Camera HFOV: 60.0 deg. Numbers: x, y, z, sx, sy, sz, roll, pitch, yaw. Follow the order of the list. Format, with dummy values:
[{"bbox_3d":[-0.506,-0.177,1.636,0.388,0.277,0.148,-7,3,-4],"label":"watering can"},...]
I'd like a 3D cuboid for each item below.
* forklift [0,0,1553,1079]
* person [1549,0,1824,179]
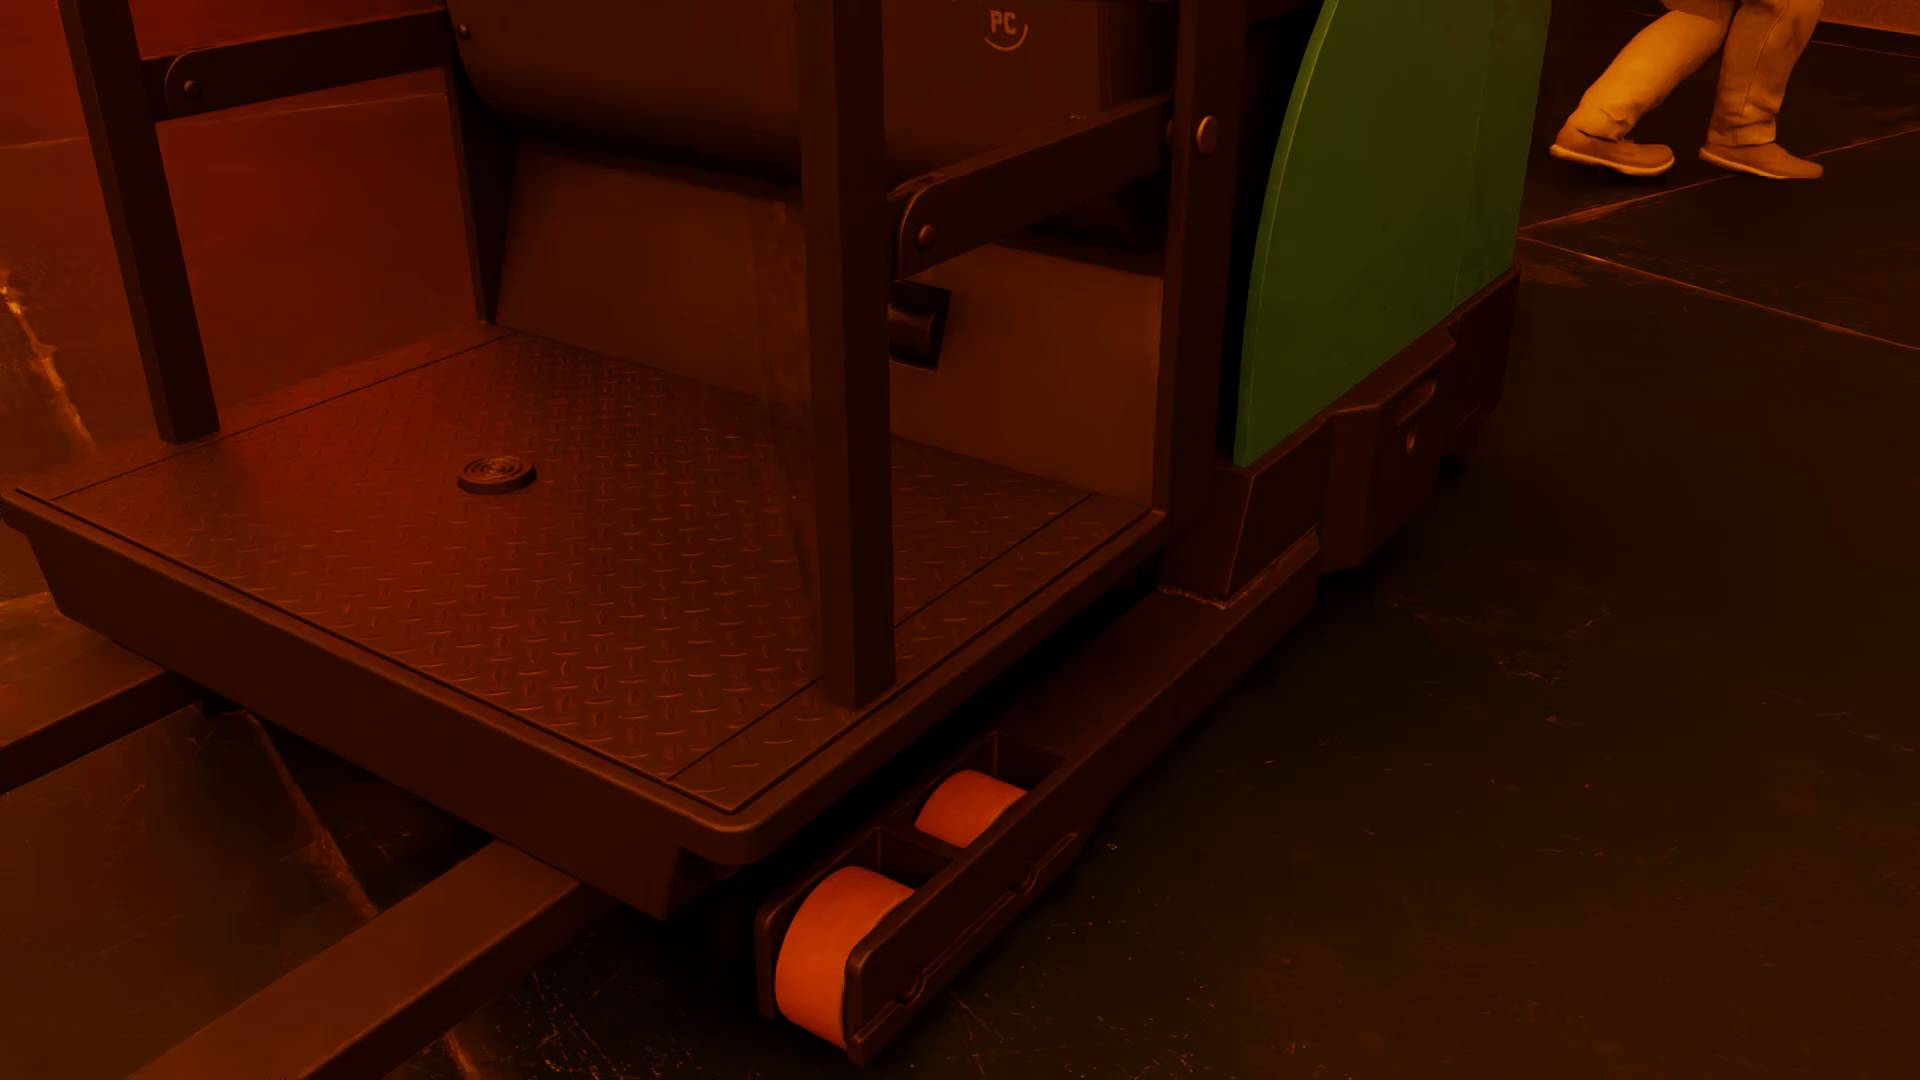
[{"bbox_3d":[-0.341,-1.080,1.385,1.130,2.935,3.031,17,31,31],"label":"forklift"},{"bbox_3d":[1.967,-1.634,3.978,0.838,1.650,0.814,1,27,3],"label":"person"}]
